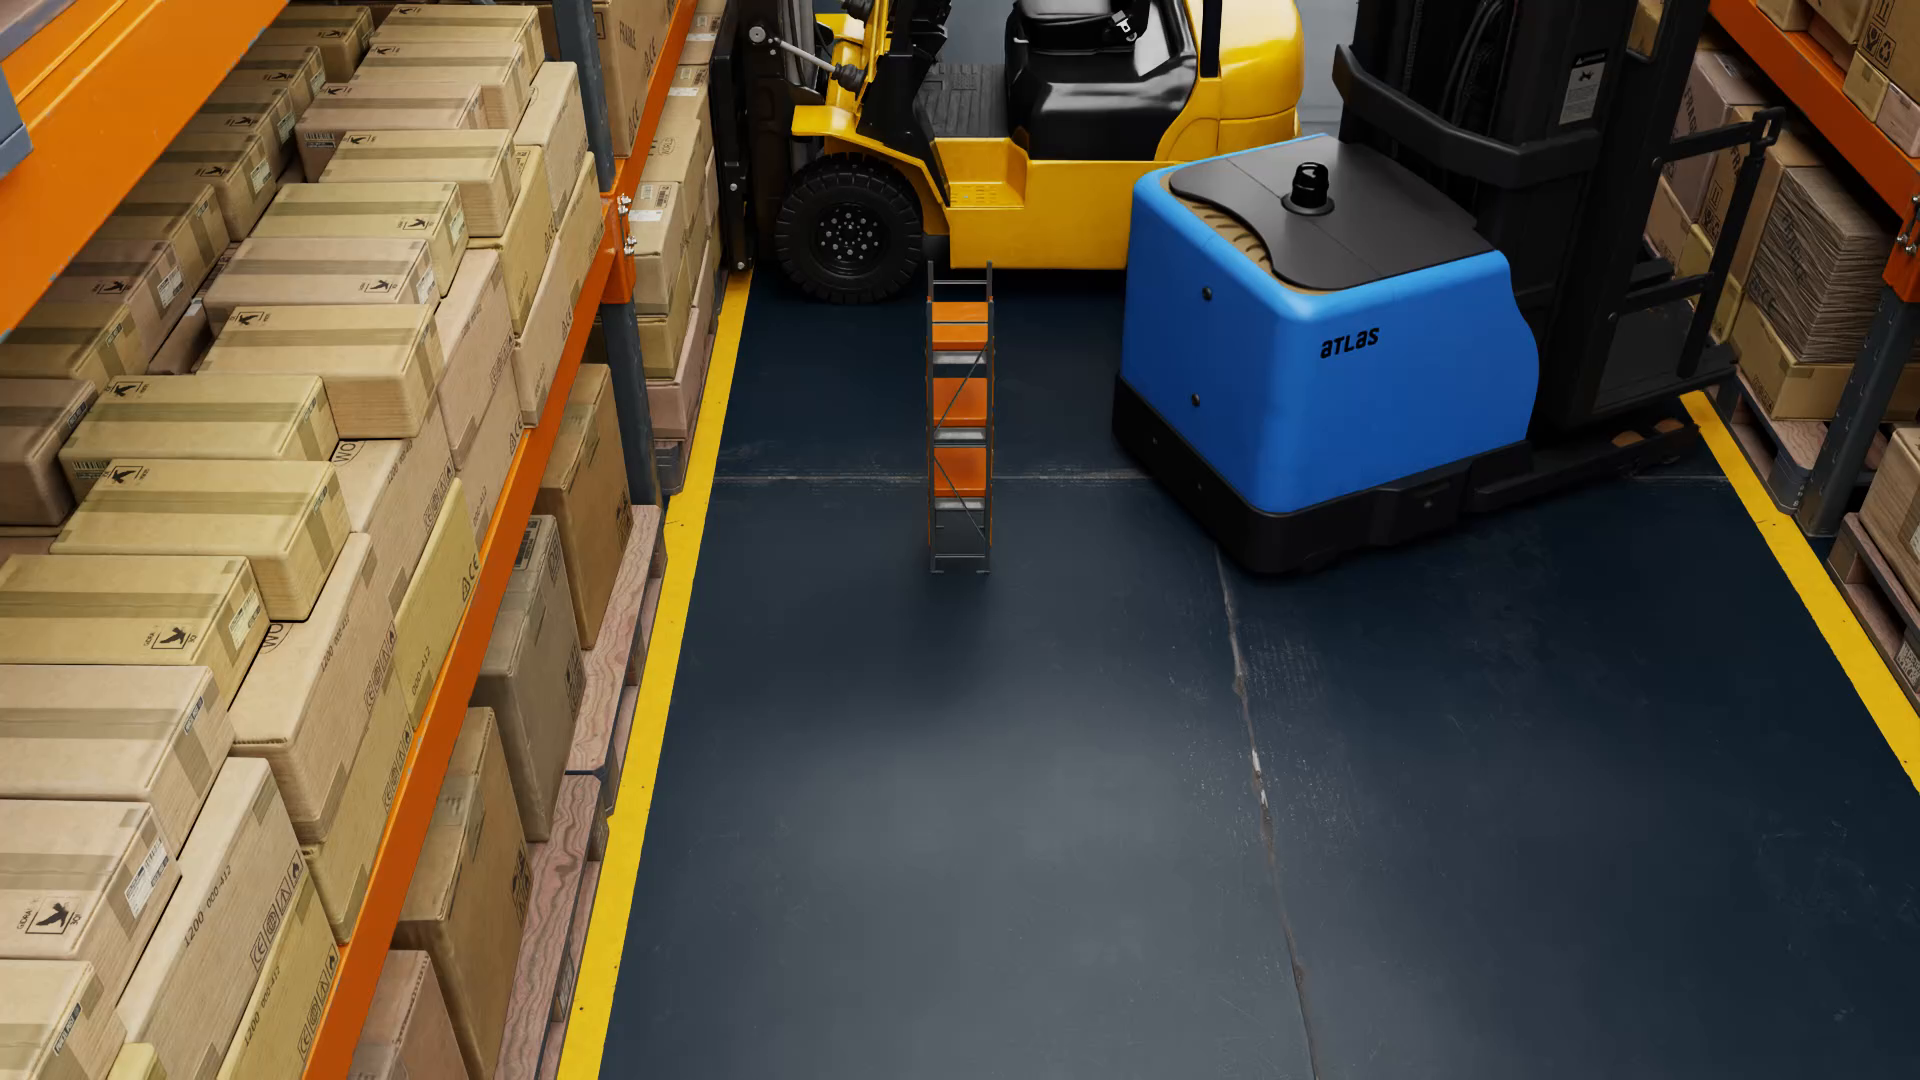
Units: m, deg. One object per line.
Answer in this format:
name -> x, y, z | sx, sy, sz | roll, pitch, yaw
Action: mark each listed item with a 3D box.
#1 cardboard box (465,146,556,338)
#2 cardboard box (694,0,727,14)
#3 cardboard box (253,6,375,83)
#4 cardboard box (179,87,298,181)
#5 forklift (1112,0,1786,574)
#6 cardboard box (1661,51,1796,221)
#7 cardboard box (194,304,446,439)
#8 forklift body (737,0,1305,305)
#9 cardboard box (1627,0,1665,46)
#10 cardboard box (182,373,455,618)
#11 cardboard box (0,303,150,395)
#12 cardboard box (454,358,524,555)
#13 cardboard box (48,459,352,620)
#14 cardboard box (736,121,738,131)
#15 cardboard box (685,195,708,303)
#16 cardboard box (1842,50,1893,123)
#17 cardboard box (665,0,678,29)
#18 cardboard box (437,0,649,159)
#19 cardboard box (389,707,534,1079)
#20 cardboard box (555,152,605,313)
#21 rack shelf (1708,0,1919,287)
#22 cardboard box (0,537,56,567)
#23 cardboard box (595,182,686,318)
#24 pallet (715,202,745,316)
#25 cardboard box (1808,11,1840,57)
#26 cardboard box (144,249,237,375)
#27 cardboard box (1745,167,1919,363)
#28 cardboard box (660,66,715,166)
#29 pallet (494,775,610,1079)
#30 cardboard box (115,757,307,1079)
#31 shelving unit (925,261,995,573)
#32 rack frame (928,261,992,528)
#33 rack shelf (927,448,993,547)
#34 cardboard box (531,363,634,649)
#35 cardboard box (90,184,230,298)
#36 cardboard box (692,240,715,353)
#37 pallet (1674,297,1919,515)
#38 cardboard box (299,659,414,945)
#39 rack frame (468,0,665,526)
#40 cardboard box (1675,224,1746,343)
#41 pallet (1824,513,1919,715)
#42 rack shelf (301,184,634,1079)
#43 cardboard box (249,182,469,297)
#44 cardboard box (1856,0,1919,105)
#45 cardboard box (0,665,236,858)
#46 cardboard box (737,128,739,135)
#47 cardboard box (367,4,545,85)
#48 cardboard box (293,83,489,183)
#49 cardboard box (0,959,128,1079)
cardboard box -> -1.271, -0.714, 3.962 | 0.500, 0.250, 0.500 | -1, 39, -1
cardboard box -> -1.210, -2.266, 7.242 | 0.500, 0.250, 0.500 | 0, 39, 1
cardboard box -> -1.749, -1.278, 4.347 | 0.380, 0.149, 0.250 | -1, 39, -1
cardboard box -> -1.802, -0.954, 3.943 | 0.380, 0.149, 0.250 | 0, 39, 0
forklift -> 2.123, -1.655, 5.471 | 3.031, 2.935, 1.130 | -16, 42, -19
cardboard box -> 3.156, -1.602, 6.614 | 0.500, 0.500, 0.500 | 2, 39, 2
cardboard box -> -1.204, -0.320, 3.151 | 0.380, 0.149, 0.250 | -1, 39, -1
forklift body -> 0.287, -2.191, 6.765 | 2.313, 2.155, 1.214 | 0, 39, 0
cardboard box -> 3.154, -2.250, 7.422 | 0.500, 0.500, 0.500 | -1, 39, -2
cardboard box -> -1.294, -0.078, 3.169 | 0.500, 0.250, 0.500 | 0, 39, 1
cardboard box -> -1.794, -0.324, 3.157 | 0.380, 0.149, 0.250 | 0, 39, 0
cardboard box -> -1.297, -0.207, 3.730 | 0.500, 0.250, 0.500 | 0, 39, 0
cardboard box -> -1.248, -0.003, 2.756 | 0.380, 0.149, 0.250 | 1, 39, 1
cardboard box -> -1.218, -1.740, 6.985 | 0.500, 0.250, 0.500 | 0, 39, 0
cardboard box -> -1.229, -1.109, 6.199 | 0.500, 0.250, 0.500 | 0, 39, 0
cardboard box -> 3.116, -1.470, 5.387 | 0.380, 0.149, 0.250 | 1, 39, 1
cardboard box -> -1.293, -2.165, 5.973 | 0.500, 0.500, 0.500 | 0, 39, 0
cardboard box -> -1.274, -1.522, 5.171 | 0.500, 0.500, 0.500 | -1, 39, -1
cardboard box -> -1.527, 0.839, 3.868 | 0.875, 0.625, 0.625 | -2, 39, -2
cardboard box -> -1.273, -0.832, 4.510 | 0.500, 0.250, 0.500 | 1, 39, 1
rack shelf -> 3.426, -2.182, 6.649 | 1.077, 0.370, 4.000 | 0, 39, 0
cardboard box -> -1.809, 0.245, 2.765 | 0.500, 0.250, 0.500 | 0, 39, 0
cardboard box -> -1.222, -0.989, 5.649 | 0.500, 0.250, 0.500 | -1, 39, -1
pallet -> -1.498, -1.380, 7.303 | 1.003, 0.211, 1.213 | 0, 39, 0
cardboard box -> 3.208, -1.789, 5.785 | 0.380, 0.149, 0.250 | -1, 39, -1
cardboard box -> -1.811, -0.389, 3.557 | 0.500, 0.250, 0.500 | -1, 39, -1
cardboard box -> 3.160, -0.965, 5.819 | 0.500, 0.500, 0.500 | -1, 39, -1
cardboard box -> -1.224, -1.620, 6.437 | 0.500, 0.250, 0.500 | 1, 39, 1
pallet -> -1.491, 1.108, 4.199 | 1.003, 0.211, 1.213 | 0, 39, 0
cardboard box -> -1.286, 0.568, 2.362 | 0.500, 0.250, 0.500 | 1, 39, 1
shelving unit -> 0.000, -0.376, 5.380 | 0.215, 1.050, 0.252 | 0, 39, 0
rack frame -> 0.000, -0.453, 5.475 | 0.200, 1.050, 0.008 | 0, 39, 0
rack shelf -> 0.000, -0.151, 5.560 | 0.215, 0.259, 0.240 | 0, 39, 0
cardboard box -> -1.523, -0.117, 5.060 | 0.875, 0.625, 0.625 | 2, 39, 2
cardboard box -> -1.806, -0.638, 3.549 | 0.380, 0.149, 0.250 | 0, 39, 0
cardboard box -> -1.221, -0.917, 6.358 | 0.500, 0.250, 0.500 | -1, 39, -1
pallet -> 3.393, -0.543, 6.259 | 1.003, 0.211, 1.213 | 0, 39, 0
cardboard box -> -1.290, 0.440, 2.922 | 0.500, 0.250, 0.500 | -1, 39, -2
rack frame -> -1.535, -1.206, 4.856 | 1.000, 3.000, 0.127 | 0, 39, 0
cardboard box -> 3.149, -1.005, 6.468 | 0.500, 0.250, 0.500 | -1, 39, -1
pallet -> 3.431, 0.363, 5.128 | 1.003, 0.211, 1.213 | 0, 39, 0
rack shelf -> -1.533, 0.326, 3.520 | 1.077, 0.370, 4.000 | 0, 39, 0
cardboard box -> -1.276, -0.642, 3.553 | 0.380, 0.149, 0.250 | -1, 39, -1
cardboard box -> 3.179, -1.644, 5.085 | 0.500, 0.500, 0.500 | -1, 39, -1
cardboard box -> -1.277, 0.313, 2.362 | 0.380, 0.149, 0.250 | 0, 39, 0
cardboard box -> -1.217, -1.556, 7.156 | 0.500, 0.250, 0.500 | 1, 39, 1
cardboard box -> -1.313, -1.284, 4.355 | 0.380, 0.149, 0.250 | 1, 39, 2
cardboard box -> -1.347, -0.970, 3.963 | 0.380, 0.149, 0.250 | 0, 39, 0
cardboard box -> -1.238, 0.637, 1.958 | 0.380, 0.149, 0.250 | 1, 39, 1
